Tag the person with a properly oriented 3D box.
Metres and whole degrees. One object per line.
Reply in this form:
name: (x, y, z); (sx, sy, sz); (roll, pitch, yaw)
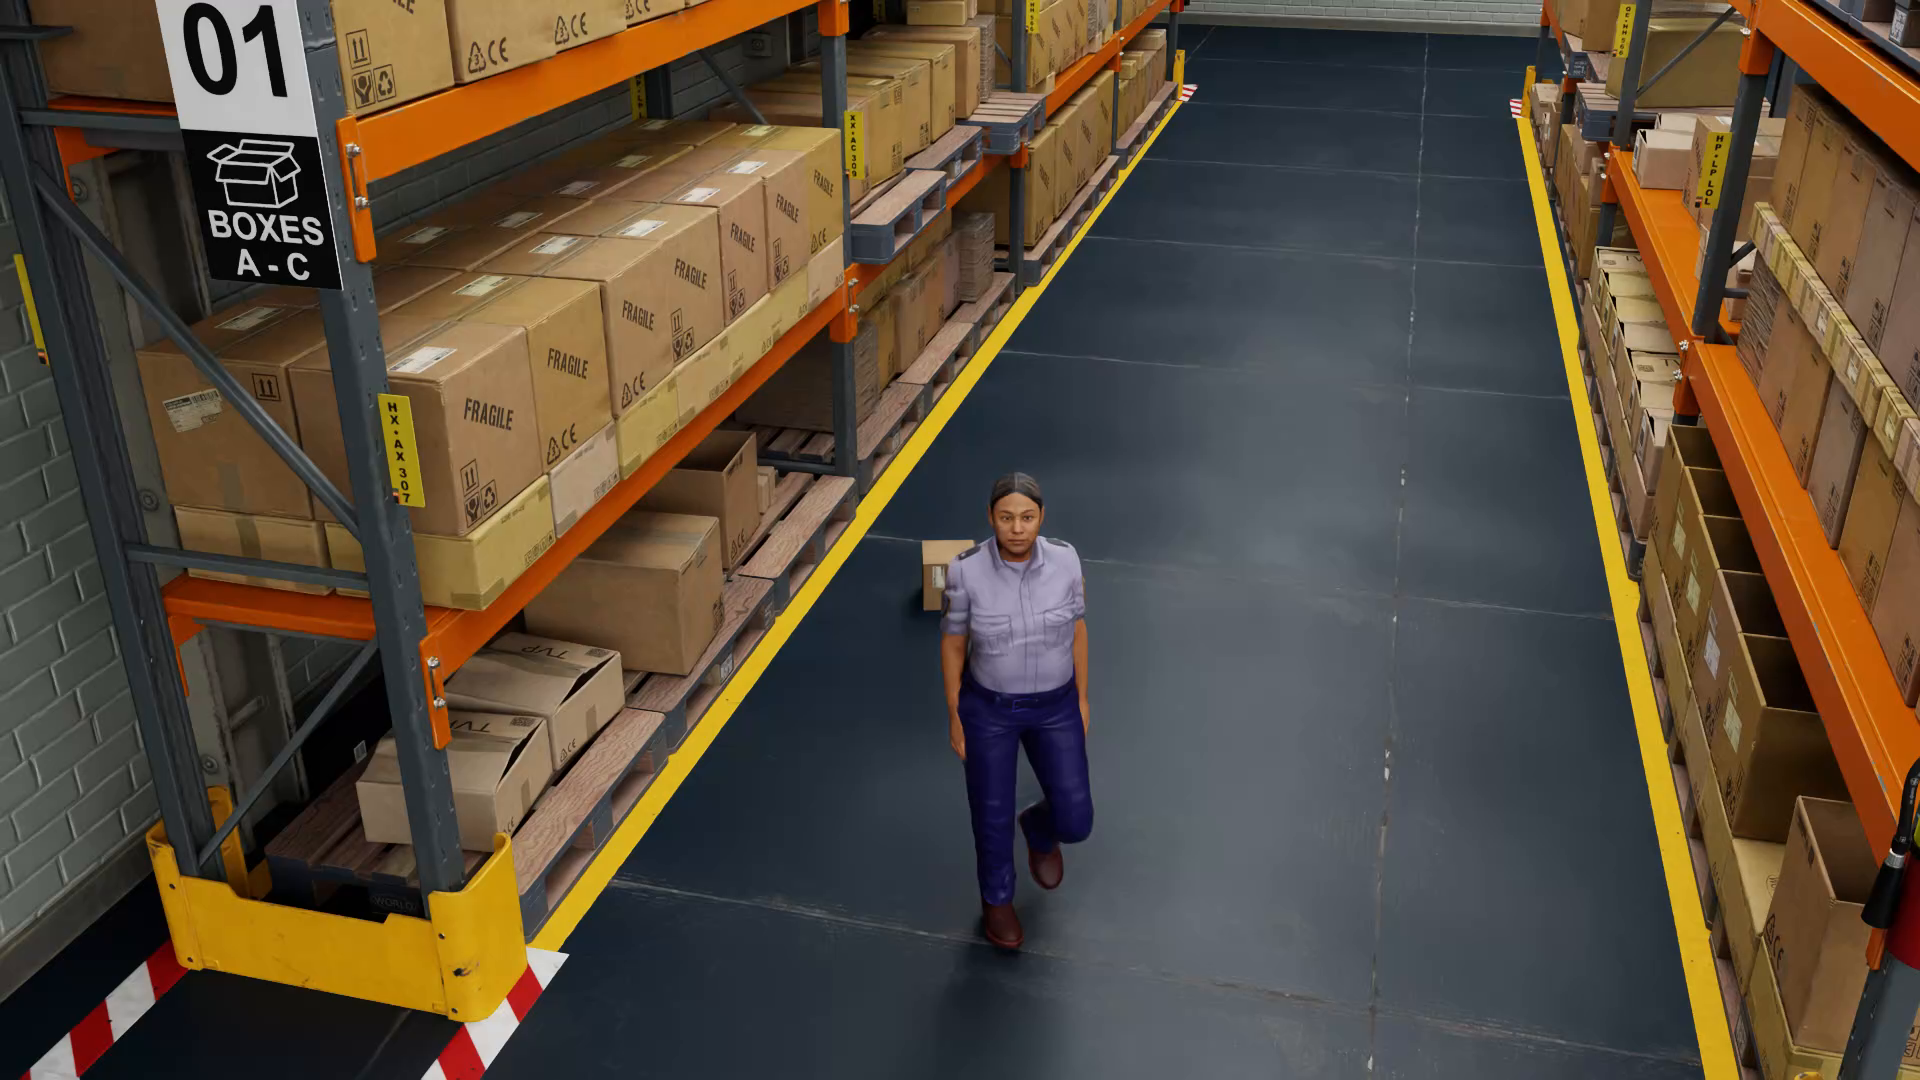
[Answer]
person: (0.190, 0.535, 5.380); (0.499, 1.562, 0.435); (-4, 26, -8)
